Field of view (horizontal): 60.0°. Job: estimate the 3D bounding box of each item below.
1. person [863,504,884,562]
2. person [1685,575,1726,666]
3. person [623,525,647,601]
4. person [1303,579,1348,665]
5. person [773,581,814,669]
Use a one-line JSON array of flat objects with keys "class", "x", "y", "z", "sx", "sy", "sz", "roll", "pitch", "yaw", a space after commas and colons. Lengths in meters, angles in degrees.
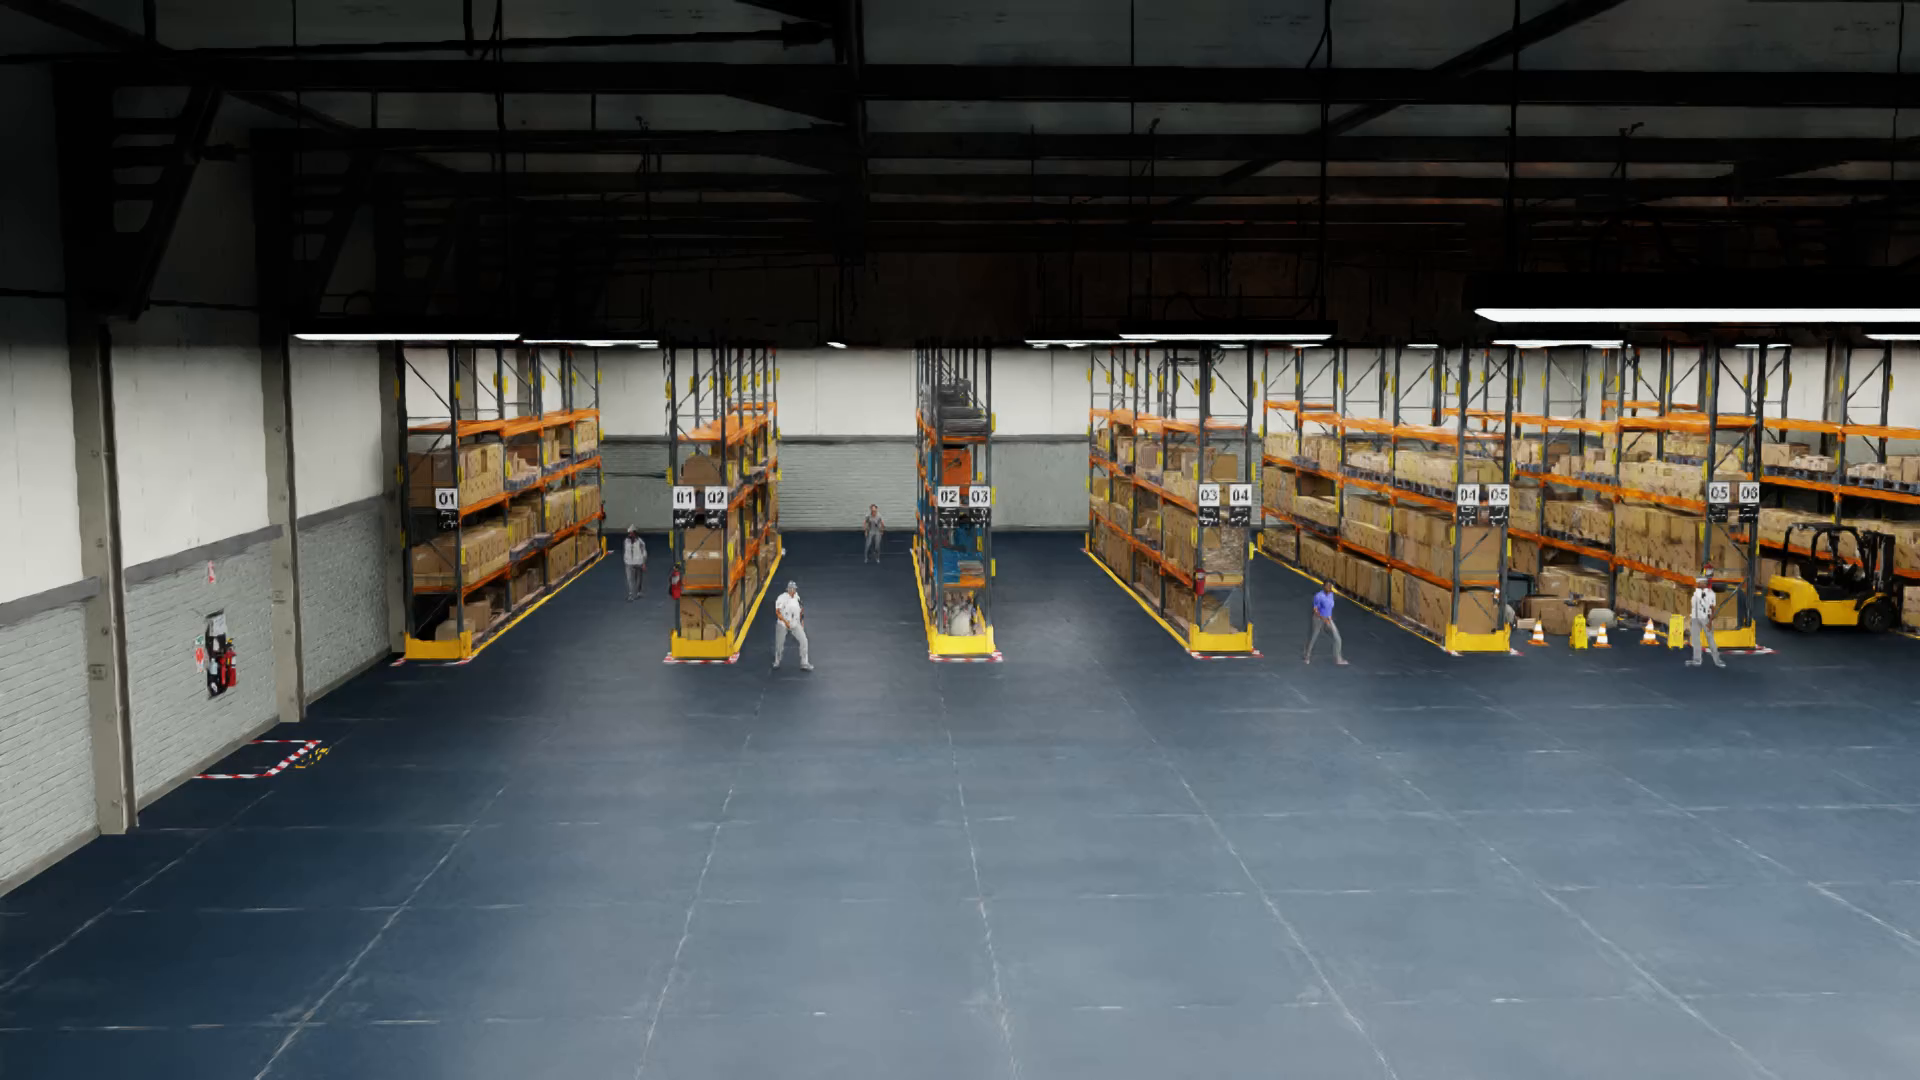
[{"class": "person", "x": -2.344, "y": -0.192, "z": 45.084, "sx": 0.580, "sy": 1.619, "sz": 0.507, "roll": 0, "pitch": 7, "yaw": -4}, {"class": "person", "x": 13.630, "y": 1.465, "z": 30.334, "sx": 0.476, "sy": 1.668, "sz": 0.660, "roll": -4, "pitch": 8, "yaw": -31}, {"class": "person", "x": -7.497, "y": 0.514, "z": 38.366, "sx": 0.555, "sy": 1.725, "sz": 1.029, "roll": 0, "pitch": 7, "yaw": -4}, {"class": "person", "x": 6.642, "y": 1.481, "z": 30.372, "sx": 0.622, "sy": 1.596, "sz": 0.782, "roll": -3, "pitch": 7, "yaw": -23}, {"class": "person", "x": -3.056, "y": 1.514, "z": 30.050, "sx": 0.654, "sy": 1.600, "sz": 0.785, "roll": -3, "pitch": 7, "yaw": -23}]
